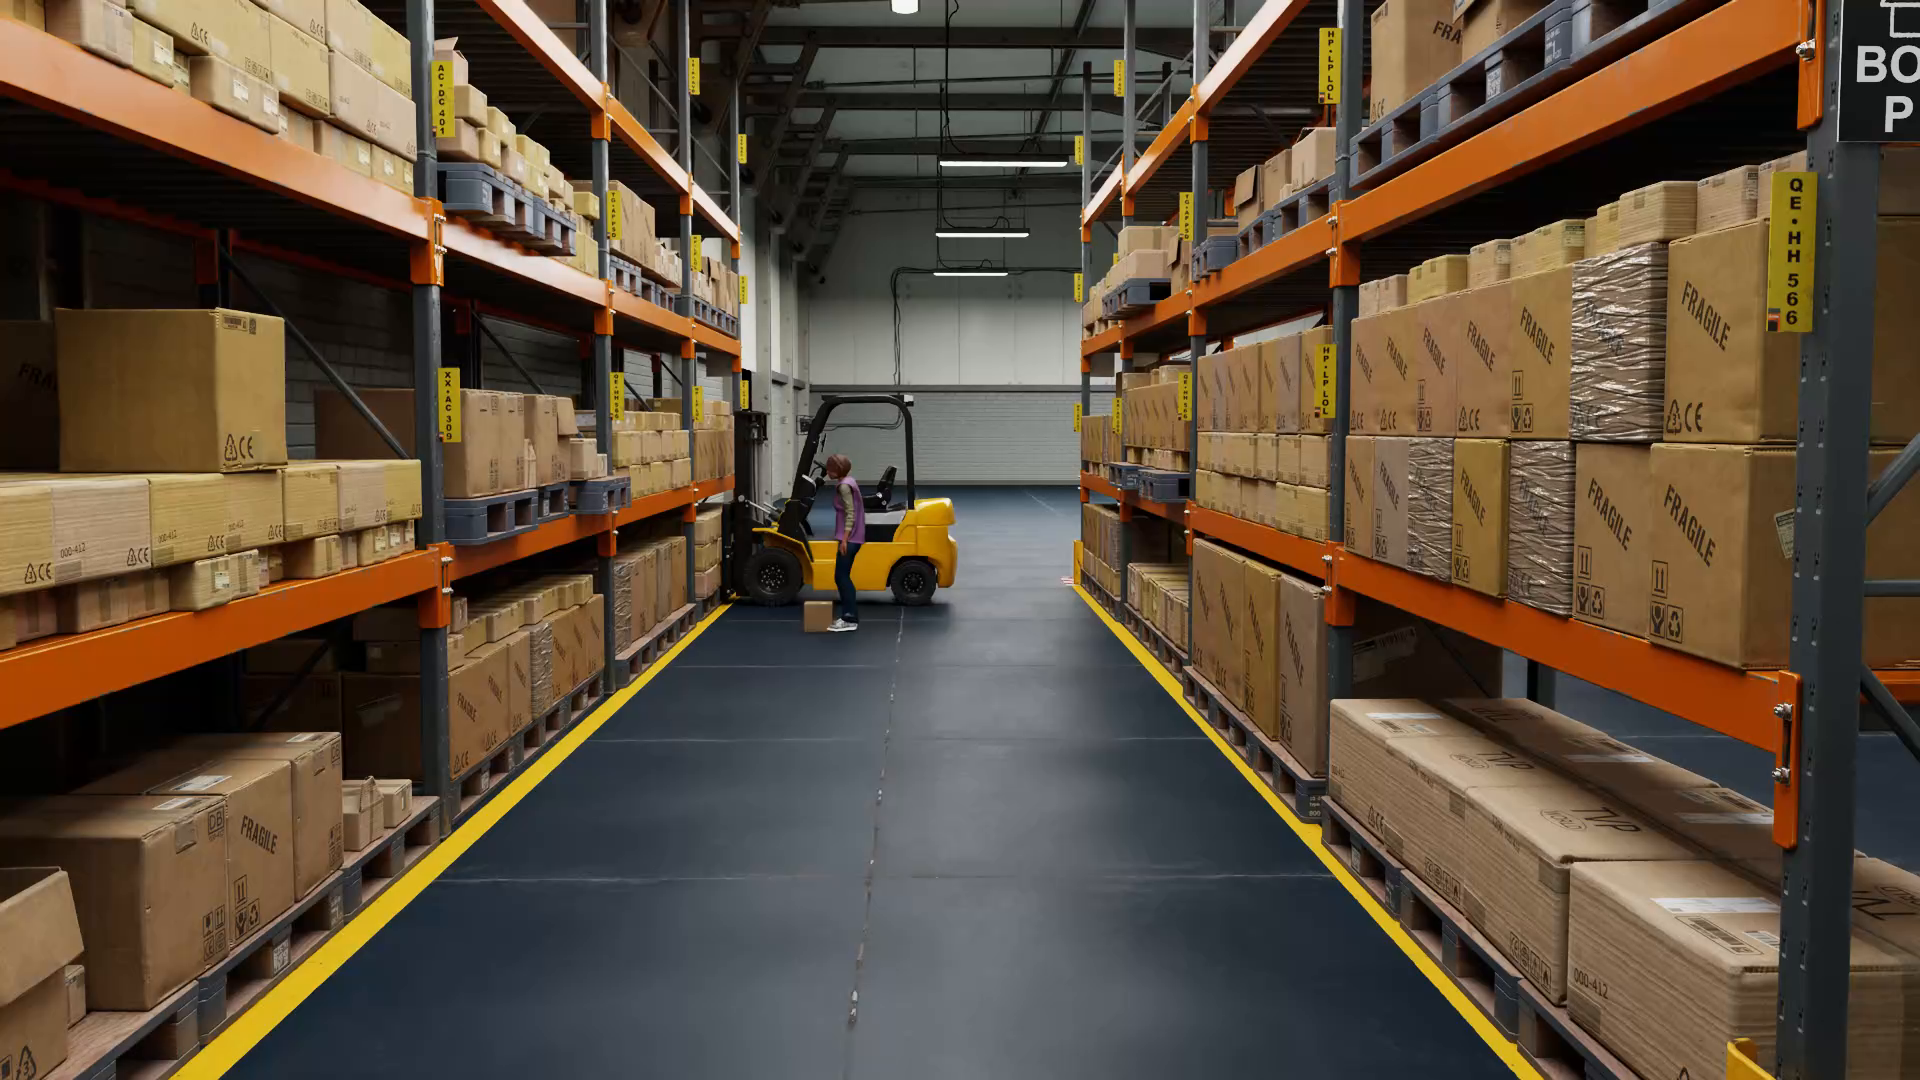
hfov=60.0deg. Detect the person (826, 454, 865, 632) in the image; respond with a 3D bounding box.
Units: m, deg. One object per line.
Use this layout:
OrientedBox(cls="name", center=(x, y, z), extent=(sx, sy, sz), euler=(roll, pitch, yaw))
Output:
OrientedBox(cls="person", center=(-1.030, 0.019, 14.969), extent=(0.350, 1.592, 0.472), euler=(0, 4, -4))
